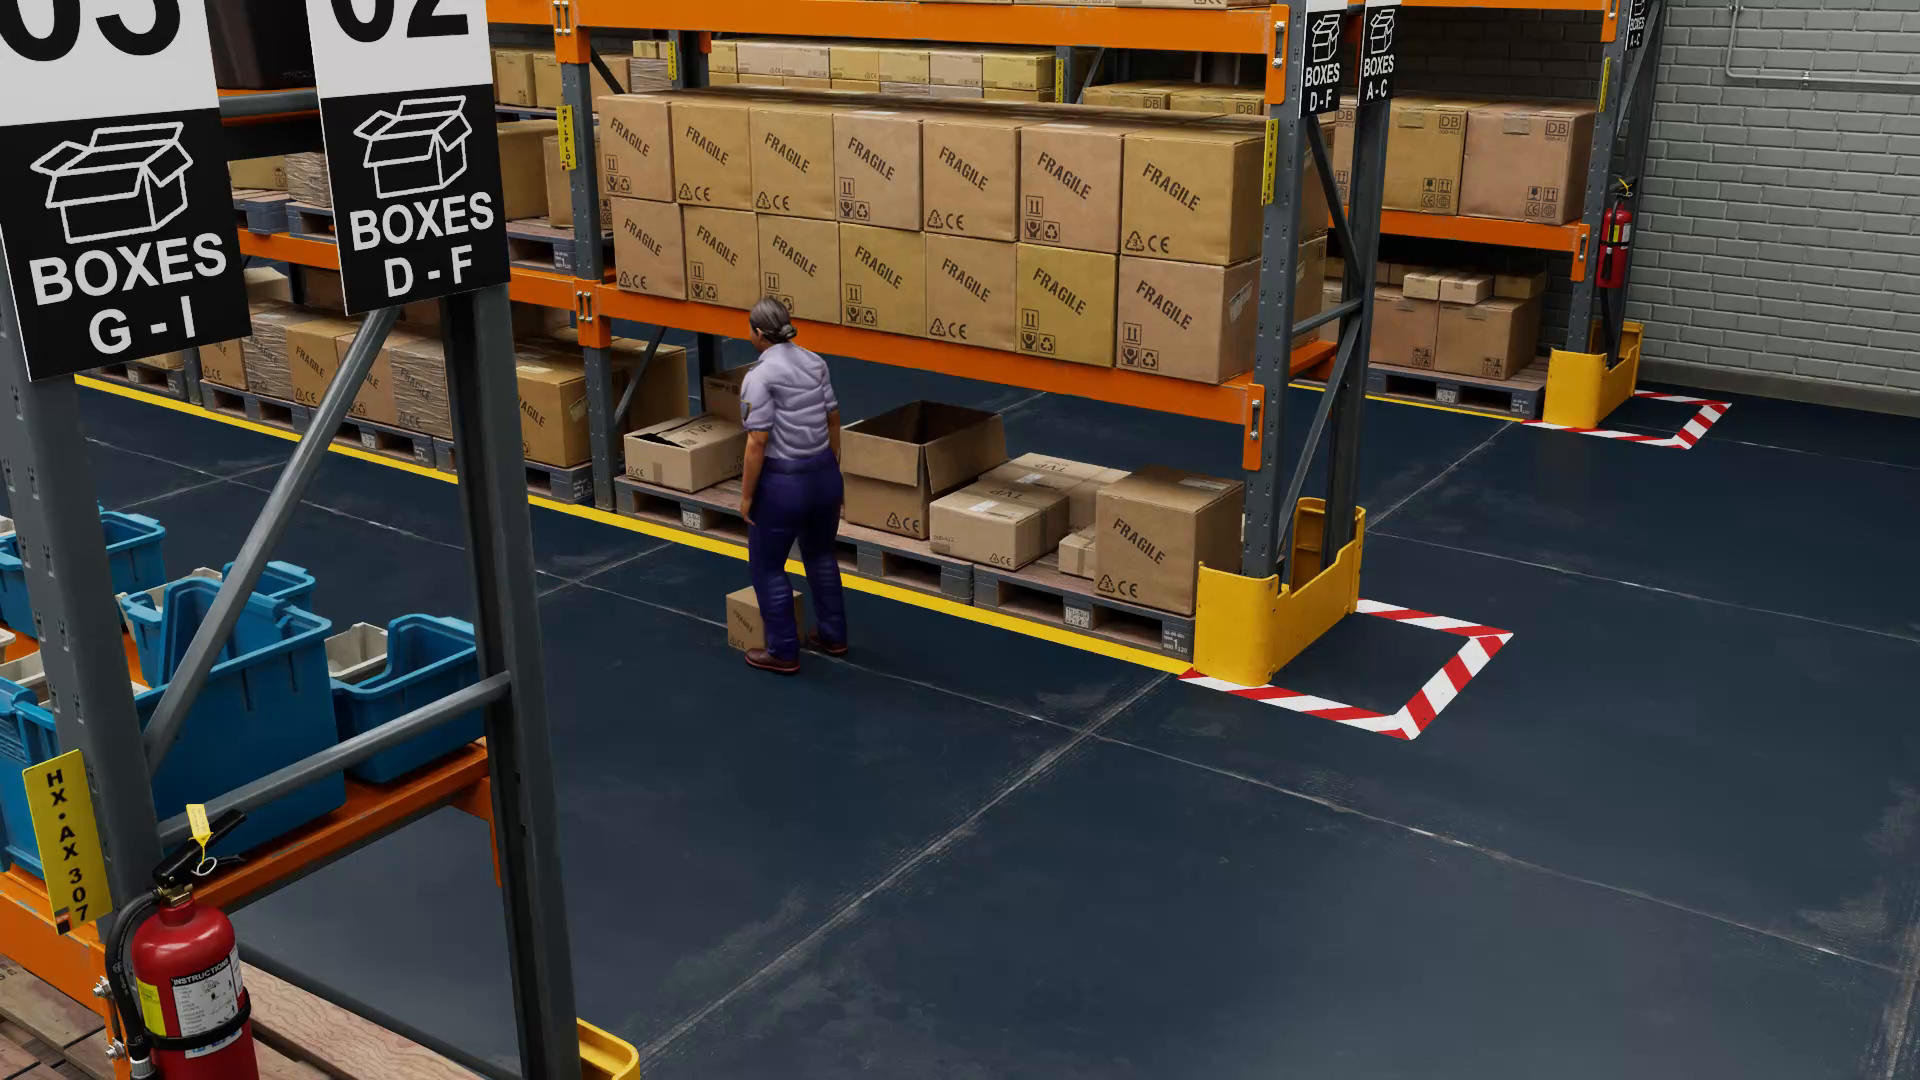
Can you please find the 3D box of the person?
[{"bbox_3d":[-0.738,-0.238,7.241,0.338,1.651,0.562,18,26,40],"label":"person"}]
